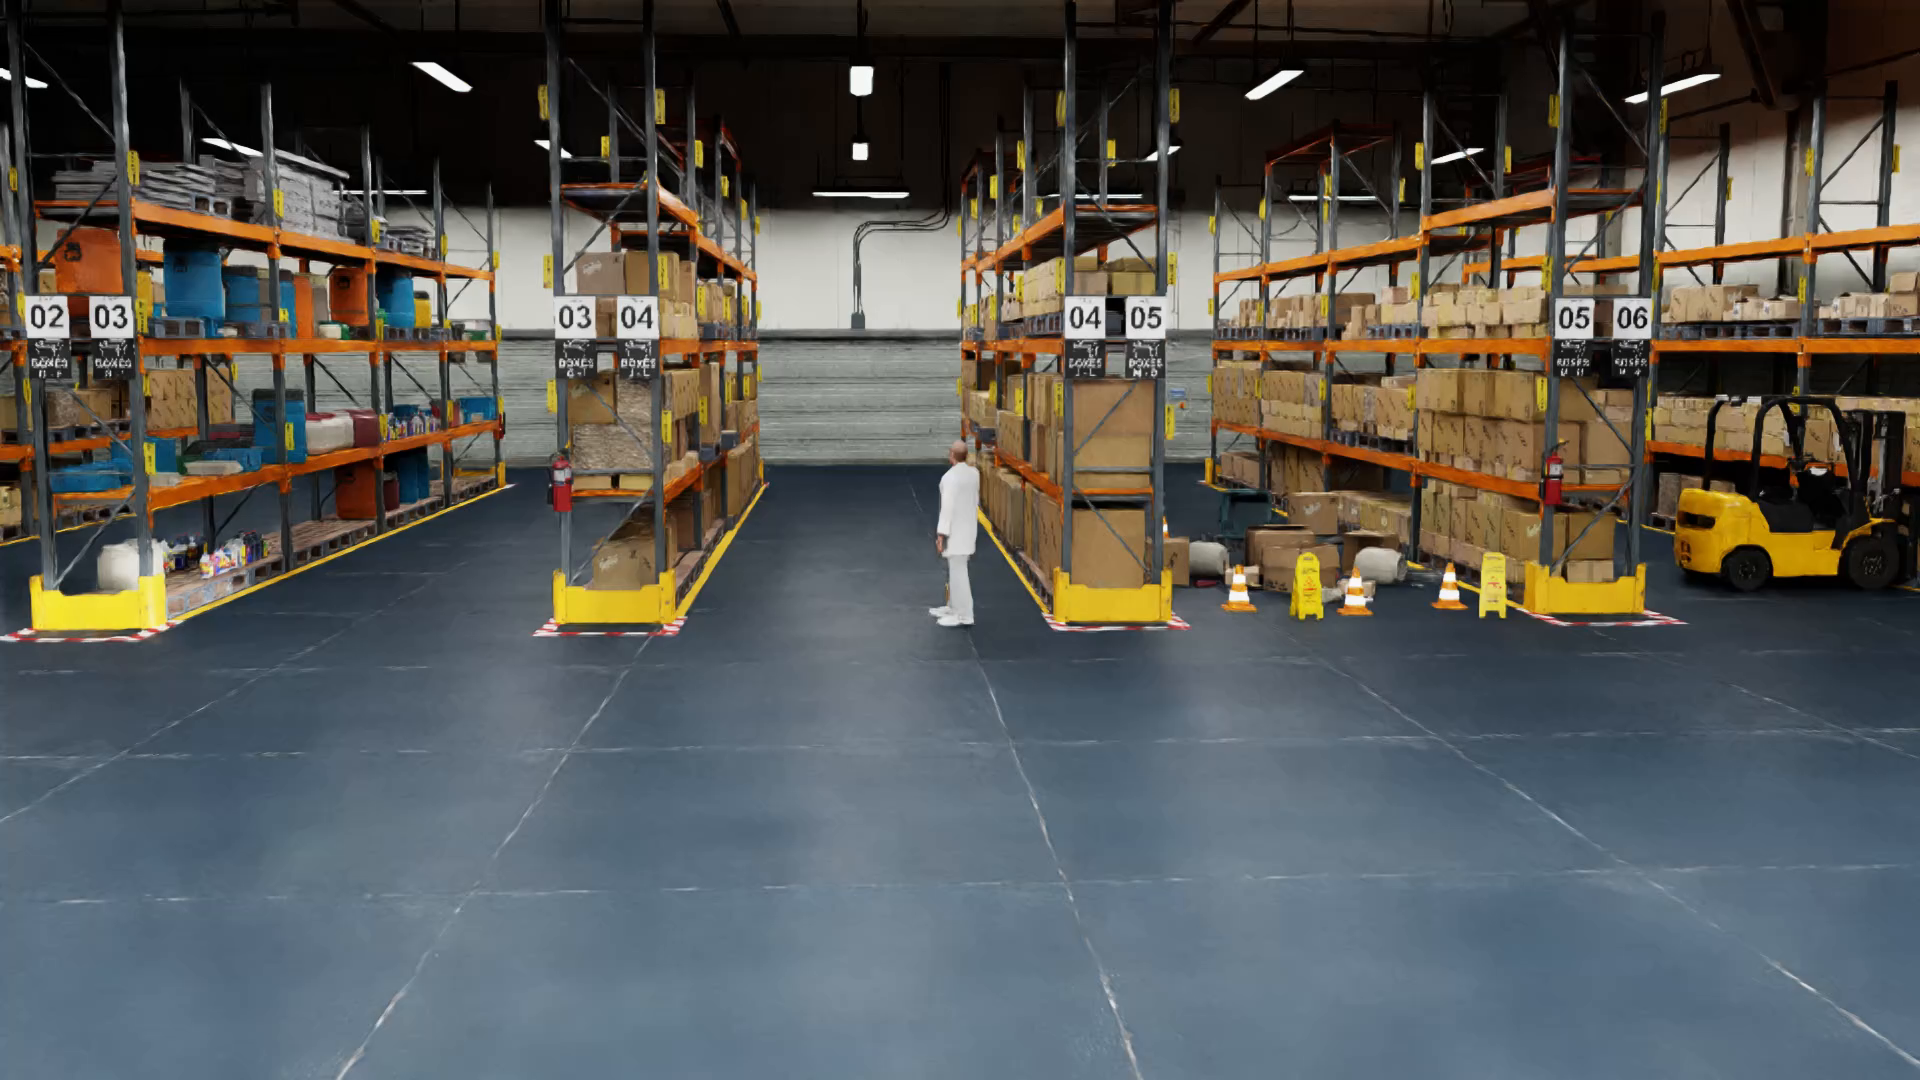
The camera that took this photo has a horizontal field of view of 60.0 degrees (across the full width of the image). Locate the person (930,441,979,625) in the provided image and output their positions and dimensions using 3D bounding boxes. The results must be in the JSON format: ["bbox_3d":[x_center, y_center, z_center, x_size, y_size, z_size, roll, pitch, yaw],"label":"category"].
[{"bbox_3d":[-0.096,-0.084,16.291,0.566,1.783,0.686,3,7,26],"label":"person"}]
